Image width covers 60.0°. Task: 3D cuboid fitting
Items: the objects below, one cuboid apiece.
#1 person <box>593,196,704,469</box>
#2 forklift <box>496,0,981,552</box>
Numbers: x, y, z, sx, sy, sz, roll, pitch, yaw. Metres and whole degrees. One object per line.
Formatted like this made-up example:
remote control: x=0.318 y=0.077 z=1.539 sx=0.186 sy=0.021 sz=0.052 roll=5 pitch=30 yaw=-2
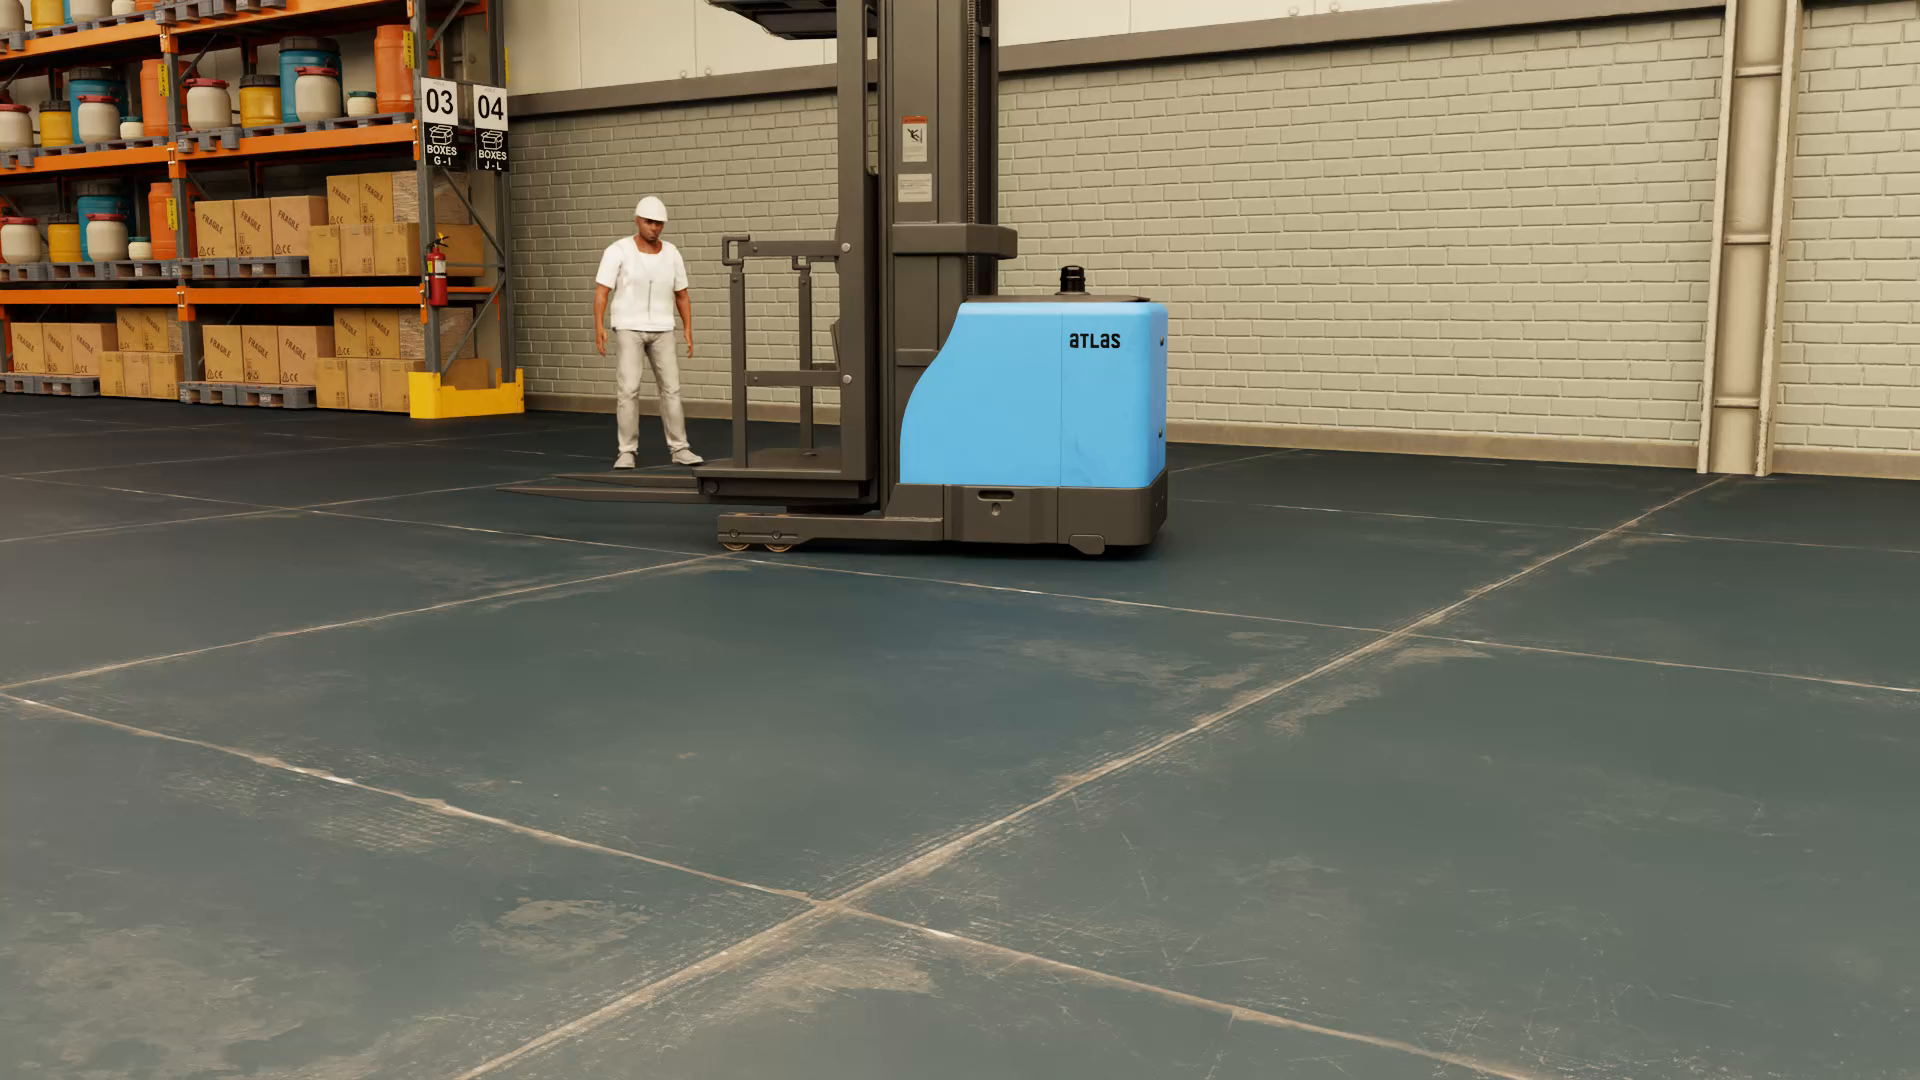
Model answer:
person: x=-2.061 y=-1.366 z=10.953 sx=0.679 sy=1.765 sz=0.462 roll=-4 pitch=9 yaw=-28
forklift: x=-0.595 y=-1.469 z=7.524 sx=3.031 sy=2.935 sz=1.121 roll=2 pitch=8 yaw=12
